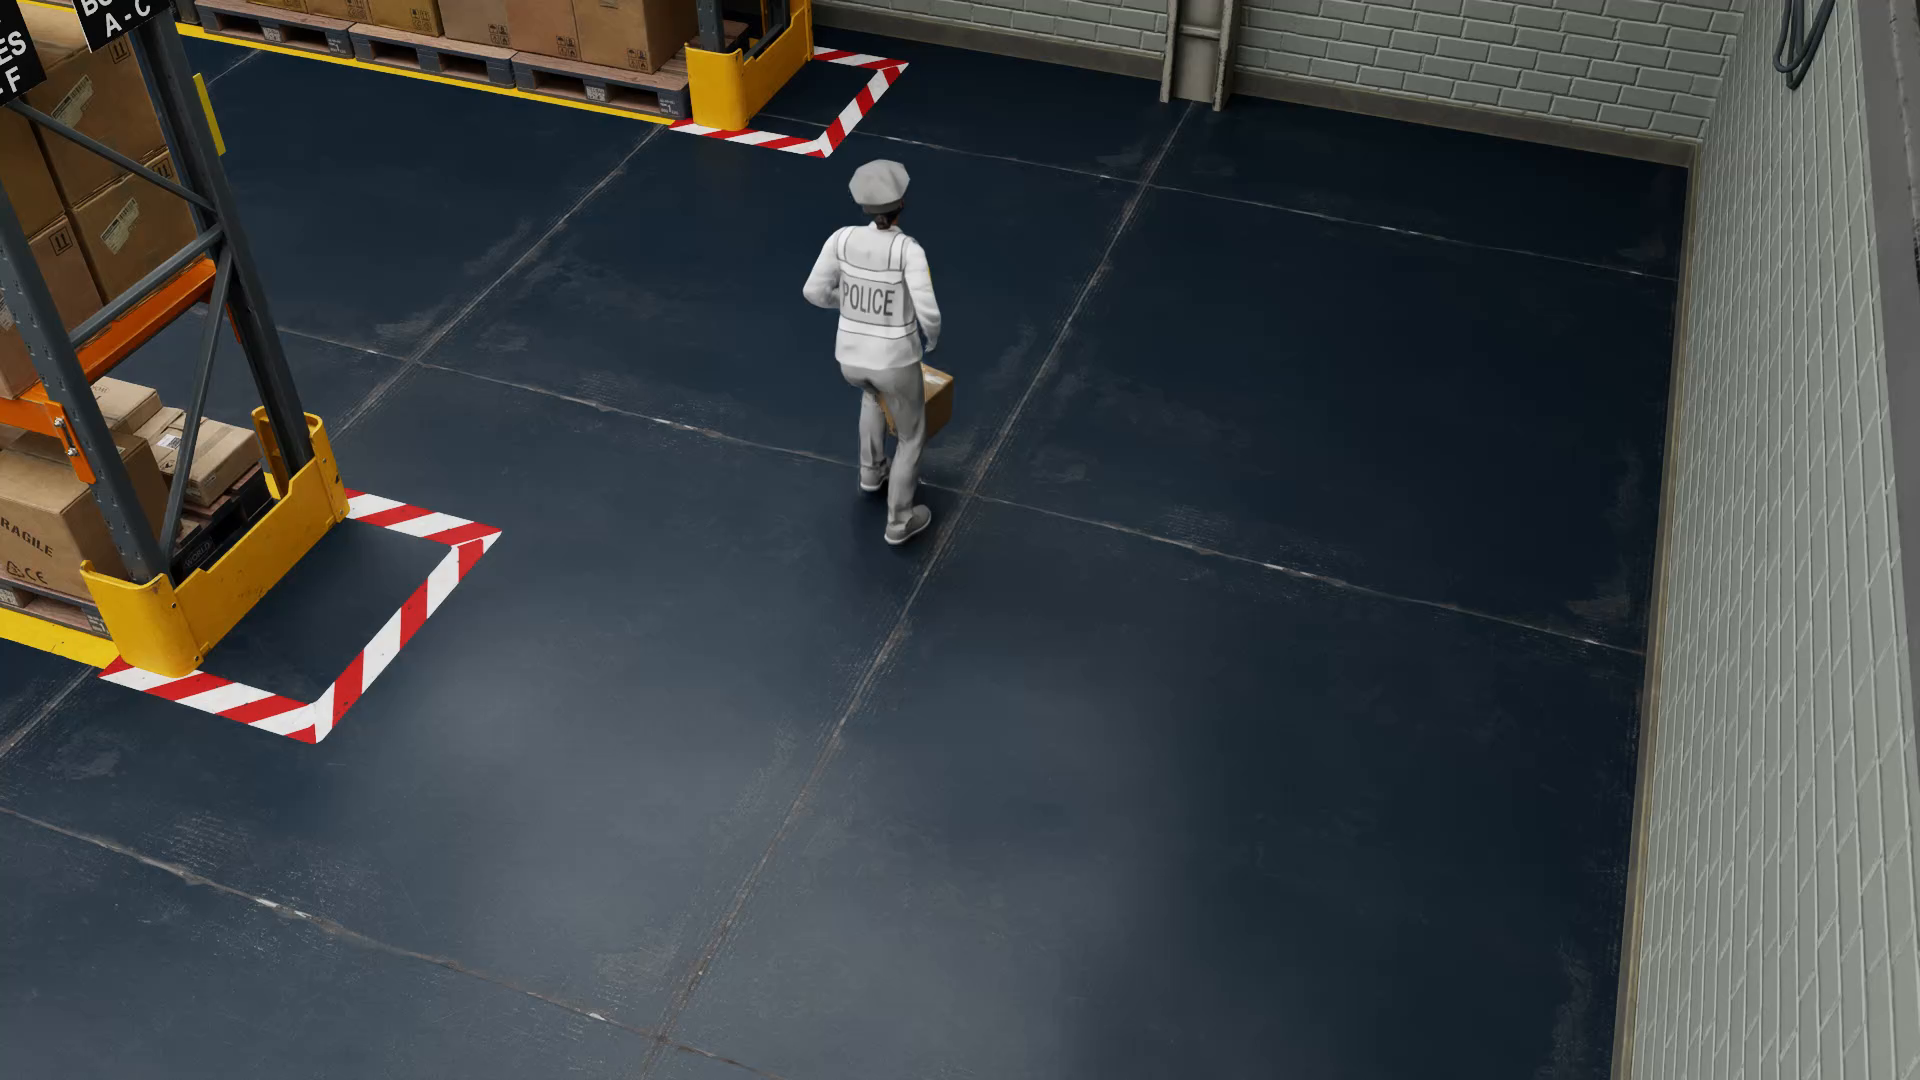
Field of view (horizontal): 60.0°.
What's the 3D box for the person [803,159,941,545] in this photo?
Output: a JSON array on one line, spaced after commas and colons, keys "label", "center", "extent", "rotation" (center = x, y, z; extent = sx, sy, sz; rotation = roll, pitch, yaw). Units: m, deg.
[{"label": "person", "center": [-0.351, -0.780, 7.085], "extent": [0.648, 1.598, 0.572], "rotation": [16, 44, 17]}]
